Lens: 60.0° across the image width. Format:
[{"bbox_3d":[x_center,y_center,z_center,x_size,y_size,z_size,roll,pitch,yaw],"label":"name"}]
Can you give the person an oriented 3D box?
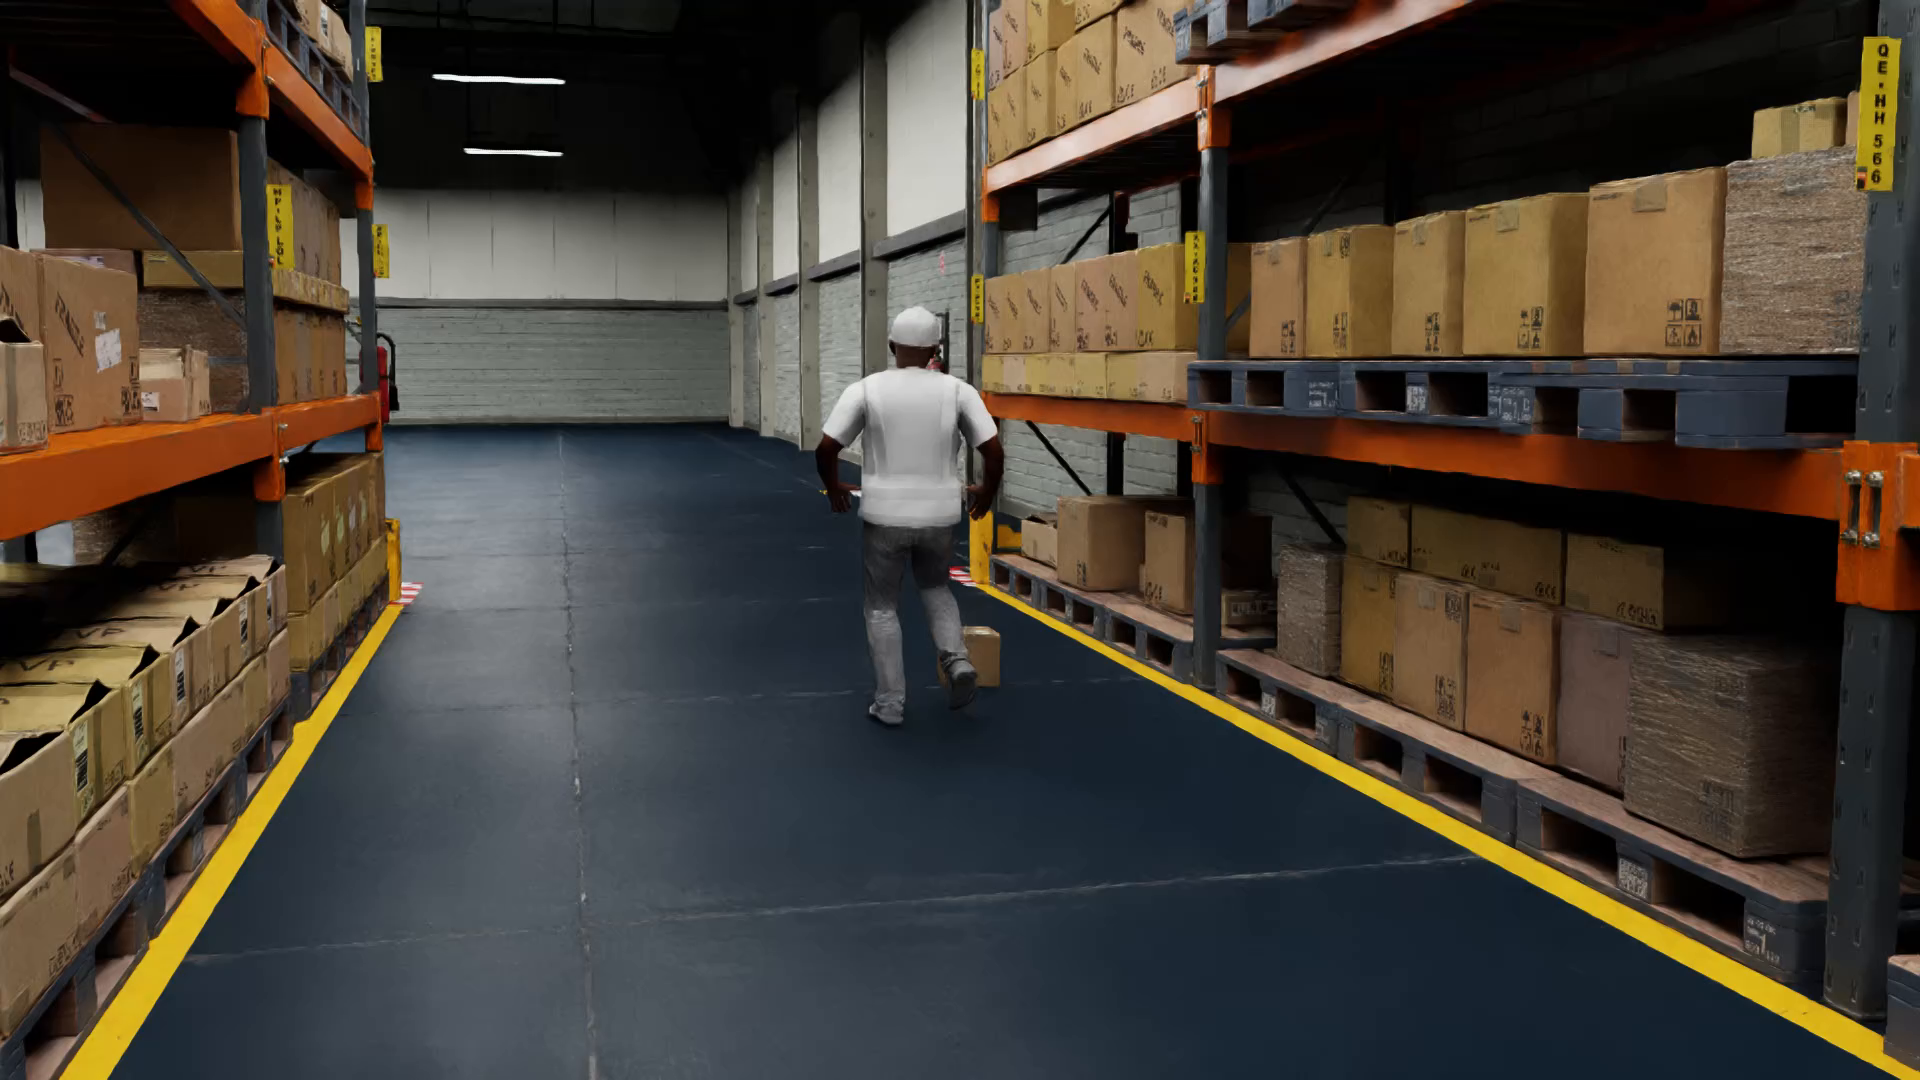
[{"bbox_3d":[-0.228,-0.100,6.944,0.766,1.737,0.516,-1,6,-13],"label":"person"}]
